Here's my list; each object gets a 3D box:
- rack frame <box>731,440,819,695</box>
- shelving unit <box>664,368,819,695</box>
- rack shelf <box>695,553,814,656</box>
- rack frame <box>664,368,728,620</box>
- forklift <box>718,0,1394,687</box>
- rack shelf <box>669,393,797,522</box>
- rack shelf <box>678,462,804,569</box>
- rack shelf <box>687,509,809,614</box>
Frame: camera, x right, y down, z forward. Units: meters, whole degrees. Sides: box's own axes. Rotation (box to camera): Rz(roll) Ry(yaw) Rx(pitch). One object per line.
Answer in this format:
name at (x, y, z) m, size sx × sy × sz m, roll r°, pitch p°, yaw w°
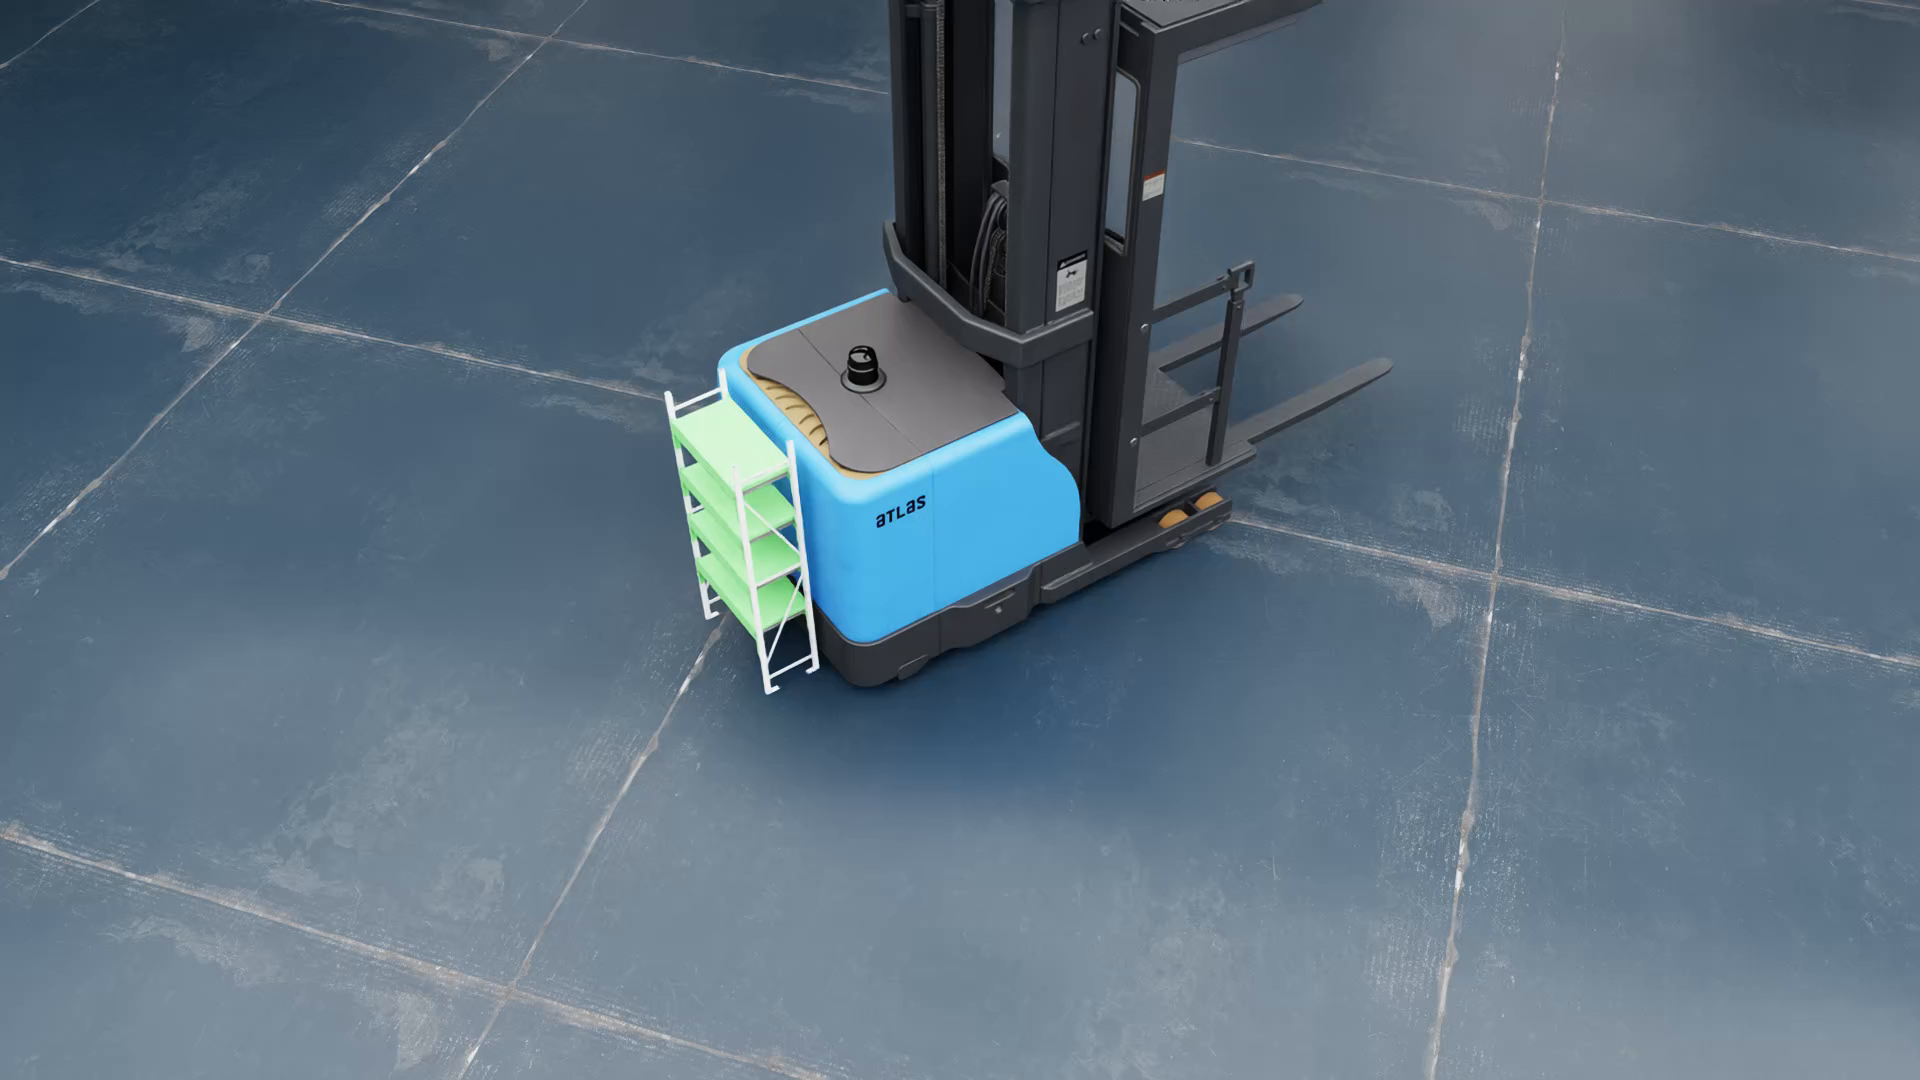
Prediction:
rack frame at (-0.672, 0.130, 6.155) m, size 0.240 × 1.200 × 0.015 m, roll -27°, pitch 50°, yaw -23°
shelving unit at (-0.811, -0.010, 6.298) m, size 0.258 × 1.200 × 0.503 m, roll -27°, pitch 50°, yaw -23°
rack shelf at (-0.806, 0.205, 6.513) m, size 0.258 × 0.148 × 0.480 m, roll -27°, pitch 50°, yaw -23°
rack frame at (-0.951, -0.150, 6.441) m, size 0.240 × 1.200 × 0.015 m, roll -27°, pitch 50°, yaw -23°
forklift at (0.564, -1.294, 6.376) m, size 3.031 × 2.935 × 1.130 m, roll -25°, pitch 50°, yaw -24°
rack shelf at (-0.818, -0.304, 6.004) m, size 0.258 × 0.148 × 0.480 m, roll -27°, pitch 50°, yaw -23°
rack shelf at (-0.814, -0.135, 6.173) m, size 0.258 × 0.148 × 0.480 m, roll -27°, pitch 50°, yaw -23°
rack shelf at (-0.810, 0.035, 6.343) m, size 0.258 × 0.148 × 0.480 m, roll -27°, pitch 50°, yaw -23°
